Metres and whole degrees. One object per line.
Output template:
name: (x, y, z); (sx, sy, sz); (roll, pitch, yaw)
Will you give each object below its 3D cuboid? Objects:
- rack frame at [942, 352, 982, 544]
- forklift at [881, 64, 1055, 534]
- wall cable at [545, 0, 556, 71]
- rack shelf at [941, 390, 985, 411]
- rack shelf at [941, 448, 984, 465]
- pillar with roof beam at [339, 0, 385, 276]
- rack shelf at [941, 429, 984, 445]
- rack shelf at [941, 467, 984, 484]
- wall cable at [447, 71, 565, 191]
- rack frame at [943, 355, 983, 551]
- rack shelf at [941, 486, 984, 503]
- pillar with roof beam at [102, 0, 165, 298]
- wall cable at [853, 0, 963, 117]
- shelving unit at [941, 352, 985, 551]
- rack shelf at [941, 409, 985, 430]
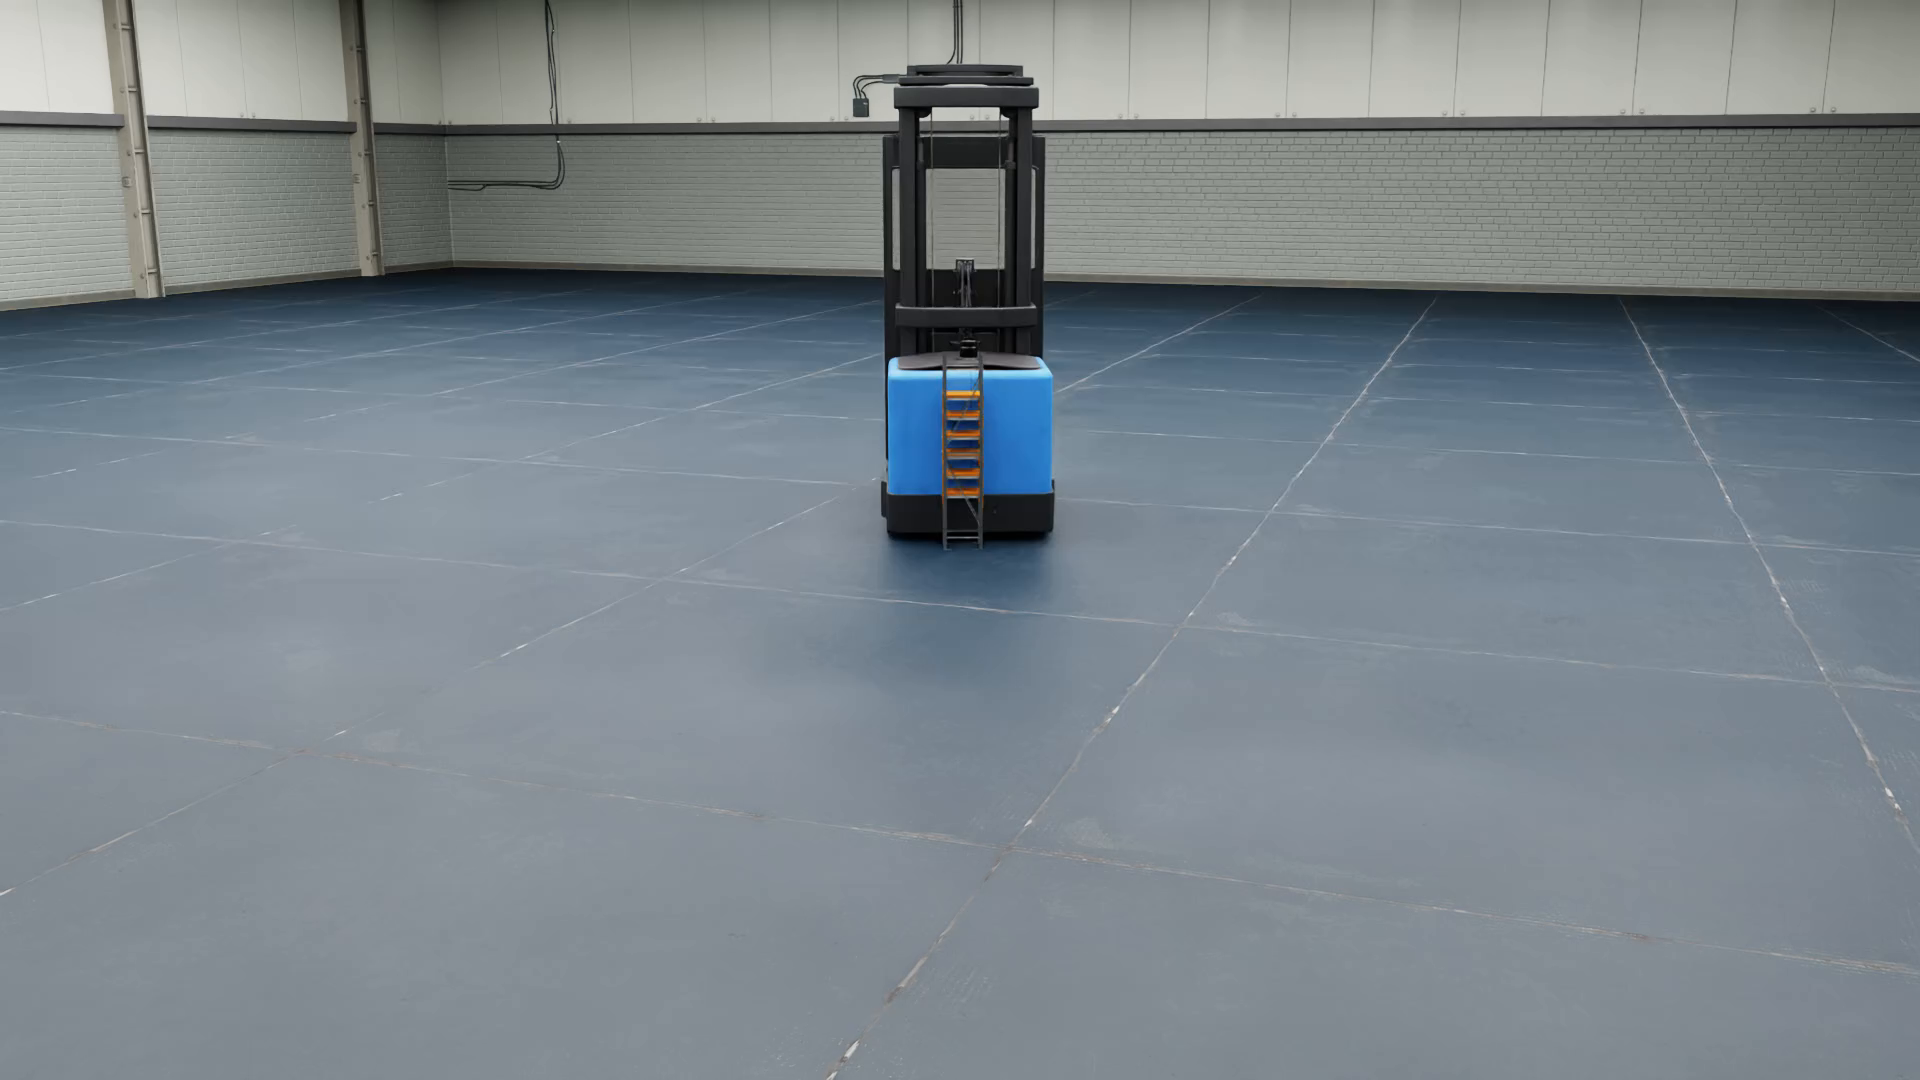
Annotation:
rack frame: (0.012, -0.561, 10.250); (0.240, 1.200, 0.006); (0, 13, -2)
forklift: (0.015, -1.744, 11.541); (1.130, 2.935, 3.031); (0, 13, -2)
wall cable: (-7.471, -11.179, 34.871); (3.097, 2.526, 0.112); (4, 14, 18)
rack shelf: (0.016, -0.848, 10.090); (0.258, 0.103, 0.180); (0, 13, -2)
rack shelf: (0.016, -0.497, 10.170); (0.258, 0.103, 0.180); (0, 13, -2)
pillar with roof beam: (-8.162, -9.590, 32.282); (9.100, 9.000, 0.400); (4, 14, 18)
rack shelf: (0.016, -0.614, 10.144); (0.258, 0.103, 0.180); (0, 13, -2)
rack shelf: (0.016, -0.380, 10.197); (0.258, 0.103, 0.180); (0, 13, -2)
wall cable: (-10.031, -8.911, 36.286); (3.097, 2.526, 0.112); (4, 14, 18)
rack frame: (0.019, -0.520, 10.071); (0.240, 1.200, 0.006); (0, 13, -2)
rack shelf: (0.016, -0.263, 10.224); (0.258, 0.103, 0.180); (0, 13, -2)
pillar with roof beam: (-10.103, -8.327, 26.747); (9.100, 9.000, 0.400); (4, 14, 18)
wall cable: (-1.053, -11.396, 32.553); (2.305, 6.003, 0.169); (4, 14, 18)
shelving unit: (0.016, -0.541, 10.160); (0.258, 1.200, 0.189); (0, 13, -2)
rack shelf: (0.016, -0.731, 10.117); (0.258, 0.103, 0.180); (0, 13, -2)
